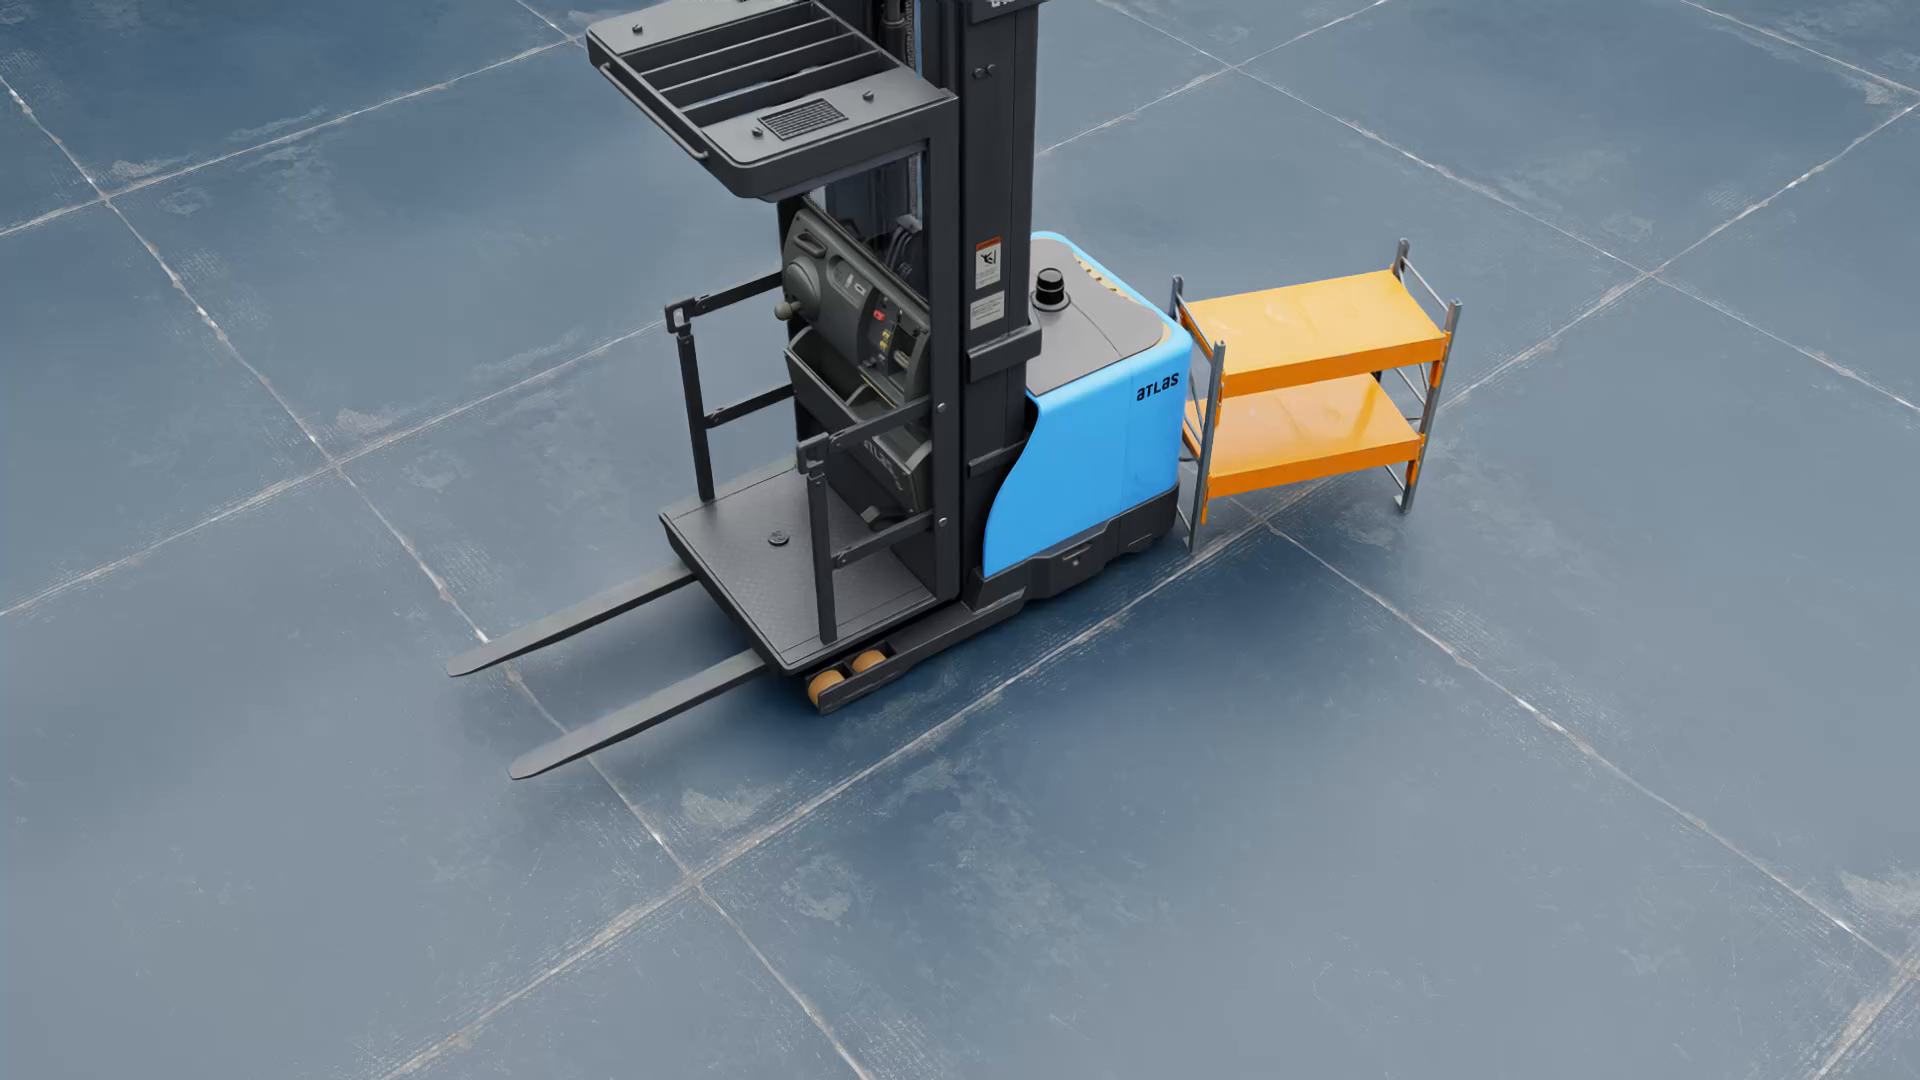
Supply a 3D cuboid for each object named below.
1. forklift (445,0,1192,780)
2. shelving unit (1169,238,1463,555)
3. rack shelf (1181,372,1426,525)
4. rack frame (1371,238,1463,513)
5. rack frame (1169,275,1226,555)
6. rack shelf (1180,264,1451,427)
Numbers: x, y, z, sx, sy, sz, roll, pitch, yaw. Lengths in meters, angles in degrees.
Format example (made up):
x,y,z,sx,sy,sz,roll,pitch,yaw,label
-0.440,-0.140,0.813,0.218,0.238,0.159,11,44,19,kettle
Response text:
x,y,z,sx,sy,sz,roll,pitch,yaw,label
-0.562,-0.804,6.019,3.031,2.935,1.130,-25,49,-24,forklift
1.445,-0.604,7.126,1.048,1.125,0.538,-11,44,-11,shelving unit
1.445,-0.426,7.293,1.000,0.278,0.538,-11,44,-11,rack shelf
1.934,-0.698,7.225,0.032,1.125,0.500,-11,44,-11,rack frame
0.955,-0.511,7.026,0.032,1.125,0.500,-11,44,-11,rack frame
1.445,-0.818,6.925,1.000,0.278,0.538,-11,44,-11,rack shelf
